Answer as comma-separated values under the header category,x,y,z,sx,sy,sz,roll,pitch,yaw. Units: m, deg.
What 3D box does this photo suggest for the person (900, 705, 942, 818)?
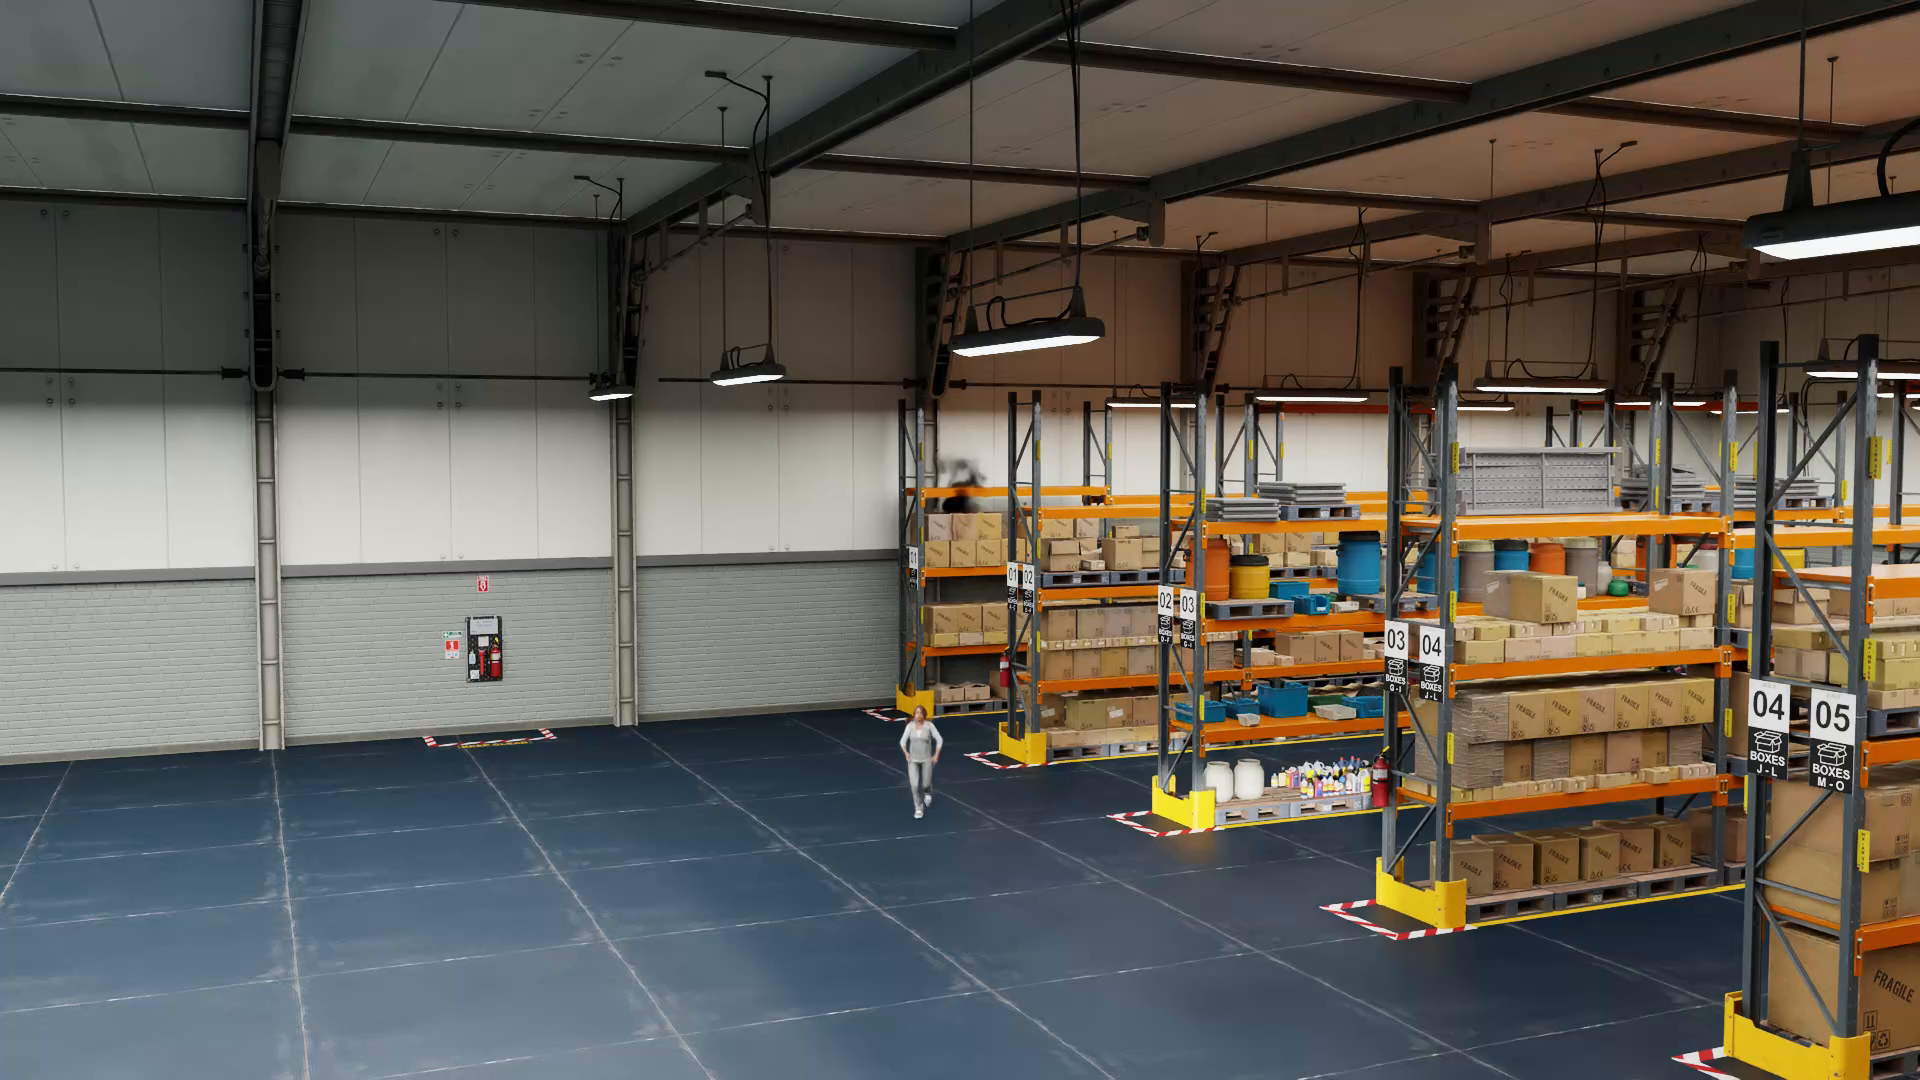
category,x,y,z,sx,sy,sz,roll,pitch,yaw
person,-0.538,3.041,22.943,0.589,1.550,0.575,0,3,5
